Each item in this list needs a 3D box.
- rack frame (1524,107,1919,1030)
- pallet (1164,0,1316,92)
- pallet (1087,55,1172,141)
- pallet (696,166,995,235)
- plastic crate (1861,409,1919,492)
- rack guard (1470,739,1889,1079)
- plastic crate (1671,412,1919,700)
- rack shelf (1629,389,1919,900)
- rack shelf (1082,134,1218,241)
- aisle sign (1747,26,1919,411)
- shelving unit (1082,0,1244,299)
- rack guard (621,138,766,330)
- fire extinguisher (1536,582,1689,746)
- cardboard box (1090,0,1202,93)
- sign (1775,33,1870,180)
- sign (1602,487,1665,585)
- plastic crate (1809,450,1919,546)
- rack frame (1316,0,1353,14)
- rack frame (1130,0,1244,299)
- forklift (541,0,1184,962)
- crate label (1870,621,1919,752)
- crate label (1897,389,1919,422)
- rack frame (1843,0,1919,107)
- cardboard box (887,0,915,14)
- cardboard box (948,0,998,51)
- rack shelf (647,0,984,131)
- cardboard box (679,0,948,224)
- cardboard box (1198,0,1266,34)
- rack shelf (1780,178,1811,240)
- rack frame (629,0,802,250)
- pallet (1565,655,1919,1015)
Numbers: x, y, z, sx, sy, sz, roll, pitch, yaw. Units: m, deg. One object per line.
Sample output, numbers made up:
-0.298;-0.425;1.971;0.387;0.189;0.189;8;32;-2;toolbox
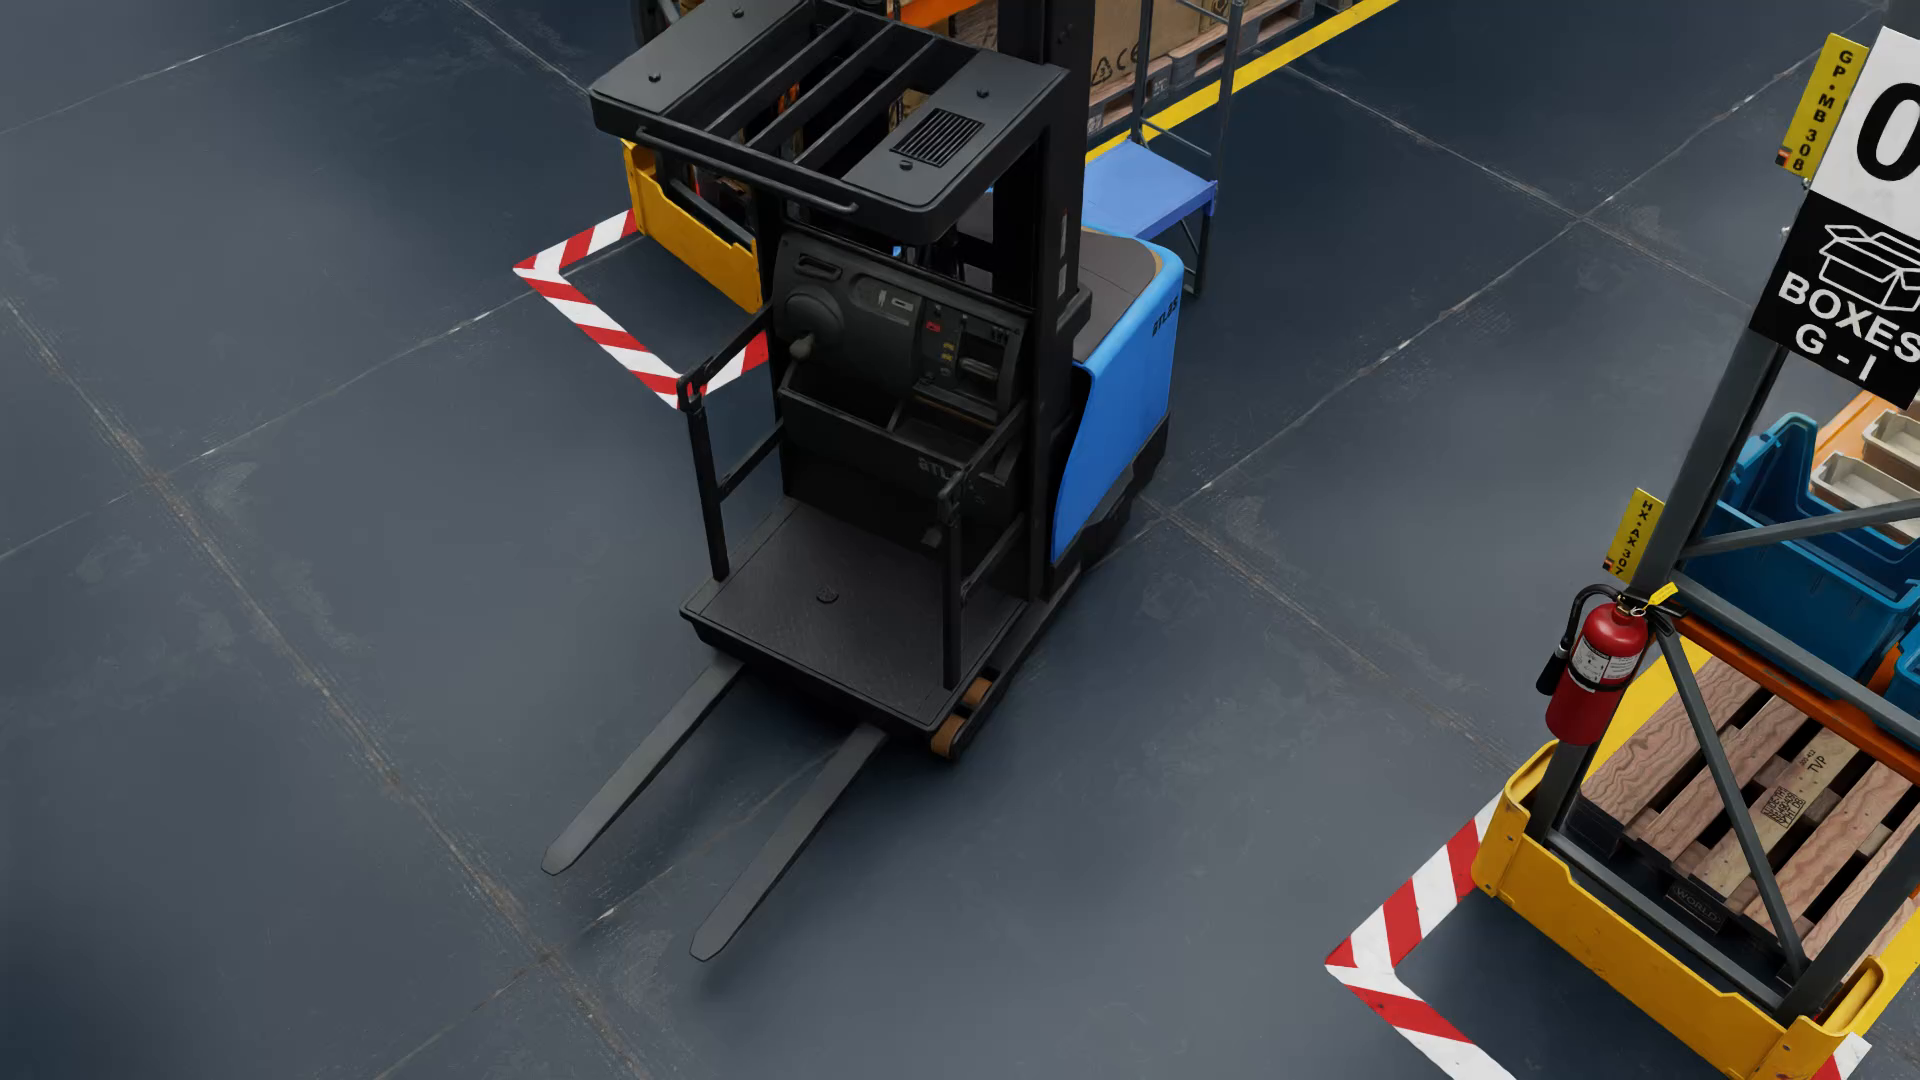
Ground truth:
2.250;0.341;4.395;0.127;3.000;1.000;-34;56;-27;rack frame
1.262;-3.051;9.422;1.213;0.211;1.003;-34;56;-27;pallet
0.359;-2.445;8.862;1.213;0.211;1.003;-34;56;-27;pallet
-0.543;-1.845;8.309;1.213;0.211;1.003;-34;56;-27;pallet
2.955;-0.227;5.057;0.243;0.136;0.396;-34;56;-27;plastic crate
2.241;1.207;5.296;0.348;0.500;1.175;-34;56;-27;rack guard
2.372;0.041;4.606;0.499;0.435;0.616;-34;56;-27;plastic crate
3.729;-0.404;5.571;4.000;0.370;1.077;-34;56;-27;rack shelf
0.599;-1.391;7.258;1.000;0.185;0.538;-36;57;-29;rack shelf
1.999;-0.665;3.553;0.004;0.787;0.394;-34;56;-27;aisle sign
0.599;-1.513;7.126;1.048;1.500;0.538;-36;57;-29;shelving unit
-1.100;-1.493;7.787;0.348;0.500;1.175;-34;56;-27;rack guard
1.832;0.321;4.719;0.183;0.674;0.296;-34;56;-27;fire extinguisher
0.669;-3.024;8.660;0.875;0.875;0.875;-34;56;-27;cardboard box
1.868;-0.932;3.599;0.005;0.325;0.100;-34;56;-27;sign
1.868;-0.006;4.603;0.005;0.325;0.100;-34;56;-27;sign
2.731;-0.092;4.932;0.243;0.136;0.396;-34;56;-27;plastic crate
1.877;-4.330;8.705;0.127;3.000;1.000;-34;56;-27;rack frame
0.959;-1.777;7.369;0.032;1.500;0.500;-36;57;-29;rack frame
-0.319;-0.599;5.308;1.130;2.935;3.031;24;52;20;forklift
2.654;0.434;4.382;0.303;0.233;0.416;-34;56;-27;crate label
3.145;-0.378;5.197;0.243;0.136;0.396;-34;56;-27;crate label
2.250;-1.694;2.190;0.127;3.000;1.000;-34;56;-27;rack frame
-0.409;-2.391;7.086;0.250;0.149;0.380;-35;56;-28;cardboard box
0.011;-2.584;8.254;0.875;0.875;0.875;-34;56;-27;cardboard box
0.397;-3.097;8.057;4.000;0.370;1.077;-34;56;-27;rack shelf
-0.663;-2.134;7.838;0.875;0.875;0.875;-34;56;-27;cardboard box
1.335;-3.469;9.070;0.875;0.875;0.875;-34;56;-27;cardboard box
3.729;-1.421;4.469;4.000;0.370;1.077;-34;56;-27;rack shelf
-1.082;-2.353;6.880;0.127;3.000;1.000;-34;56;-27;rack frame
2.886;0.900;5.776;1.213;0.211;1.003;-34;56;-27;pallet
